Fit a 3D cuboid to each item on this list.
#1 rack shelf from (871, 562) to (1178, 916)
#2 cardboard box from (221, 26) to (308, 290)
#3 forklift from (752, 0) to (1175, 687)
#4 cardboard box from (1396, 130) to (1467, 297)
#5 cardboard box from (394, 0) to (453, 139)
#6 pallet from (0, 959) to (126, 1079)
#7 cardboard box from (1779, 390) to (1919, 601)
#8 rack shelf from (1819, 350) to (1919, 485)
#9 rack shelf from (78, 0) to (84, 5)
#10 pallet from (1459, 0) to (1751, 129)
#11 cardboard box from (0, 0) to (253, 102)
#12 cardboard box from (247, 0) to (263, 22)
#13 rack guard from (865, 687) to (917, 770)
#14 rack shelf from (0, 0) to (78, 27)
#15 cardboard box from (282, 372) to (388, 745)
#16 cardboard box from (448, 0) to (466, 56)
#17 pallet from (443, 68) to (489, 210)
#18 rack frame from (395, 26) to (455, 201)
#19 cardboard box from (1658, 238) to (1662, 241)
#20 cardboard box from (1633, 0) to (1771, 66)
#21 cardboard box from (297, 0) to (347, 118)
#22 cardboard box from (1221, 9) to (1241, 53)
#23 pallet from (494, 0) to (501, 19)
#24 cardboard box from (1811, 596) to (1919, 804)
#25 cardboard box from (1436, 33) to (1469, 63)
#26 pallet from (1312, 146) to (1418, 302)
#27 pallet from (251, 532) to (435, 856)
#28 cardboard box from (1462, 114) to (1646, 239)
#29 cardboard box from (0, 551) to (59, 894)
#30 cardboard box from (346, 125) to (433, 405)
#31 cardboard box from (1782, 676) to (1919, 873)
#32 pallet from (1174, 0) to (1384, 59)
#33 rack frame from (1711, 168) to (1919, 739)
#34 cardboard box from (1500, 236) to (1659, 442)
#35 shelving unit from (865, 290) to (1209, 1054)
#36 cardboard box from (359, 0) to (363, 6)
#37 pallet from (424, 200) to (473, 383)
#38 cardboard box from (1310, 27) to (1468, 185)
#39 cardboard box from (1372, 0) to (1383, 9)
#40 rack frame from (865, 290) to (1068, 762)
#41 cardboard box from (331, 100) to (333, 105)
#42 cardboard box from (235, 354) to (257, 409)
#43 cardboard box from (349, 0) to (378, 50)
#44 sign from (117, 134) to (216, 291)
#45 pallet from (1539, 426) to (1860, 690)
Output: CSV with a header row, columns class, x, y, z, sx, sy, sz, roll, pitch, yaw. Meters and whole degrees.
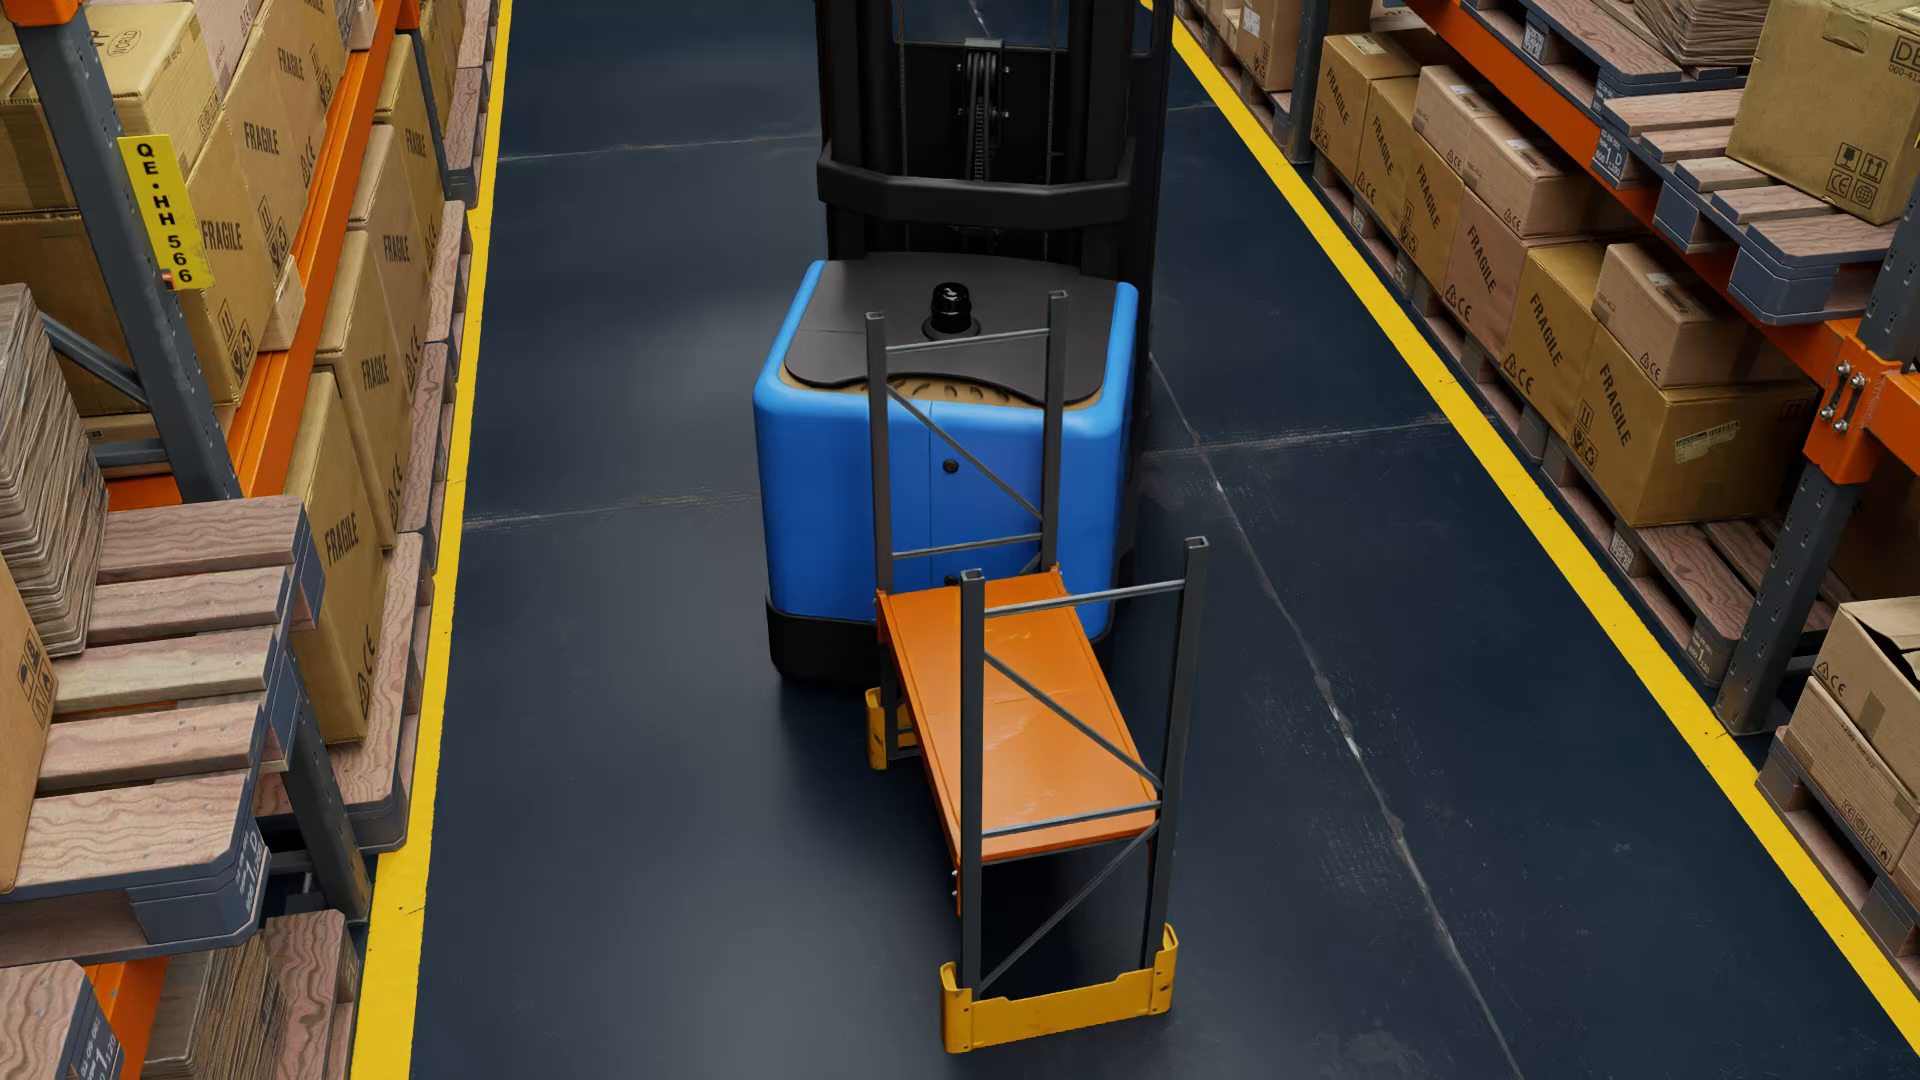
class,x,y,z,sx,sy,sz,roll,pitch,yaw
rack shelf,0.133,0.466,4.221,0.538,0.185,1.000,-8,39,-10
cardboard box,-1.996,-0.947,4.184,0.500,0.500,0.500,-5,38,-6
forklift,0.140,-1.563,5.373,1.130,2.935,3.031,5,38,7
cardboard box,2.125,-1.340,6.708,0.500,0.500,0.500,-6,38,-7
cardboard box,-2.812,-2.201,7.834,0.700,0.500,0.500,-6,38,-7
pallet,-1.693,1.123,2.016,1.003,0.211,1.213,-6,38,-8
cardboard box,2.998,-0.171,5.204,0.500,0.500,0.500,-5,38,-6
rack shelf,3.147,0.813,2.845,1.077,0.370,4.000,-6,38,-8
rack shelf,-2.431,-2.252,4.346,1.077,0.370,4.000,-6,38,-8
pallet,2.451,-1.777,5.749,1.003,0.211,1.213,-6,38,-8
cardboard box,-2.001,-1.231,3.939,0.500,0.250,0.500,-7,38,-9
cardboard box,-2.092,-1.533,4.327,0.500,0.250,0.500,-6,38,-8
rack guard,0.018,0.514,4.884,0.587,0.250,0.087,-8,39,-10
rack shelf,-1.729,0.164,1.236,1.077,0.370,4.000,-6,38,-8
cardboard box,-2.080,0.081,4.611,0.750,0.750,0.750,-7,38,-9
cardboard box,-2.984,-2.815,8.624,0.700,0.500,0.500,-5,38,-7
pallet,-2.838,-1.926,8.058,1.003,0.211,1.213,-6,38,-8
rack frame,-2.781,-2.560,6.600,1.000,3.000,0.127,-6,38,-8
cardboard box,2.817,-0.790,6.001,0.500,0.500,0.500,-7,38,-9
cardboard box,2.602,-1.826,5.231,0.700,0.500,0.500,0,38,1
cardboard box,-2.181,-1.561,4.973,0.500,0.500,0.500,-5,38,-7
cardboard box,1.591,-2.677,8.715,0.380,0.149,0.250,-6,38,-8
pallet,-3.265,-3.400,9.955,1.003,0.211,1.213,-6,38,-8
cardboard box,2.599,0.367,4.274,0.500,0.311,0.500,-5,38,-6
cardboard box,2.464,-2.014,7.577,0.500,0.500,0.500,-6,38,-8
pallet,2.275,-1.507,7.517,1.003,0.211,1.213,-6,38,-8
pallet,-2.144,0.473,4.969,1.003,0.211,1.213,-6,38,-8
cardboard box,2.204,-1.352,6.114,0.500,0.250,0.500,-7,38,-9
cardboard box,-1.863,0.260,2.530,0.700,0.500,0.500,-10,39,-12
cardboard box,-2.381,-0.962,5.953,0.750,0.750,0.750,-5,38,-7
cardboard box,2.599,0.589,4.446,0.500,0.250,0.500,-6,38,-8
pallet,1.758,-3.147,9.629,1.003,0.211,1.213,-6,38,-8
rack frame,2.796,-0.679,4.179,1.000,3.000,0.127,-6,38,-8
cardboard box,2.311,-0.718,5.908,0.500,0.500,0.500,-8,38,-10
shelving unit,0.131,0.319,4.117,0.587,1.500,1.083,-8,39,-10
cardboard box,-2.353,-2.166,5.753,0.500,0.500,0.500,-6,38,-8
pallet,-2.572,-1.001,6.866,1.003,0.211,1.213,-6,38,-8
cardboard box,1.940,-1.963,7.511,0.500,0.500,0.500,-8,39,-10
cardboard box,2.073,-2.948,9.051,0.380,0.166,0.250,-6,38,-8
rack frame,0.018,0.020,4.502,0.500,1.500,0.032,-8,39,-10
cardboard box,-2.264,-1.523,5.454,0.380,0.149,0.250,-7,38,-9
cardboard box,-1.945,-0.430,4.046,0.380,0.149,0.250,-6,38,-7
cardboard box,-2.271,-1.830,5.850,0.380,0.149,0.250,-6,38,-8
sign,-1.548,-0.634,3.242,0.100,0.325,0.005,-6,38,-8
pallet,2.703,-0.033,5.620,1.003,0.211,1.213,-6,38,-8
